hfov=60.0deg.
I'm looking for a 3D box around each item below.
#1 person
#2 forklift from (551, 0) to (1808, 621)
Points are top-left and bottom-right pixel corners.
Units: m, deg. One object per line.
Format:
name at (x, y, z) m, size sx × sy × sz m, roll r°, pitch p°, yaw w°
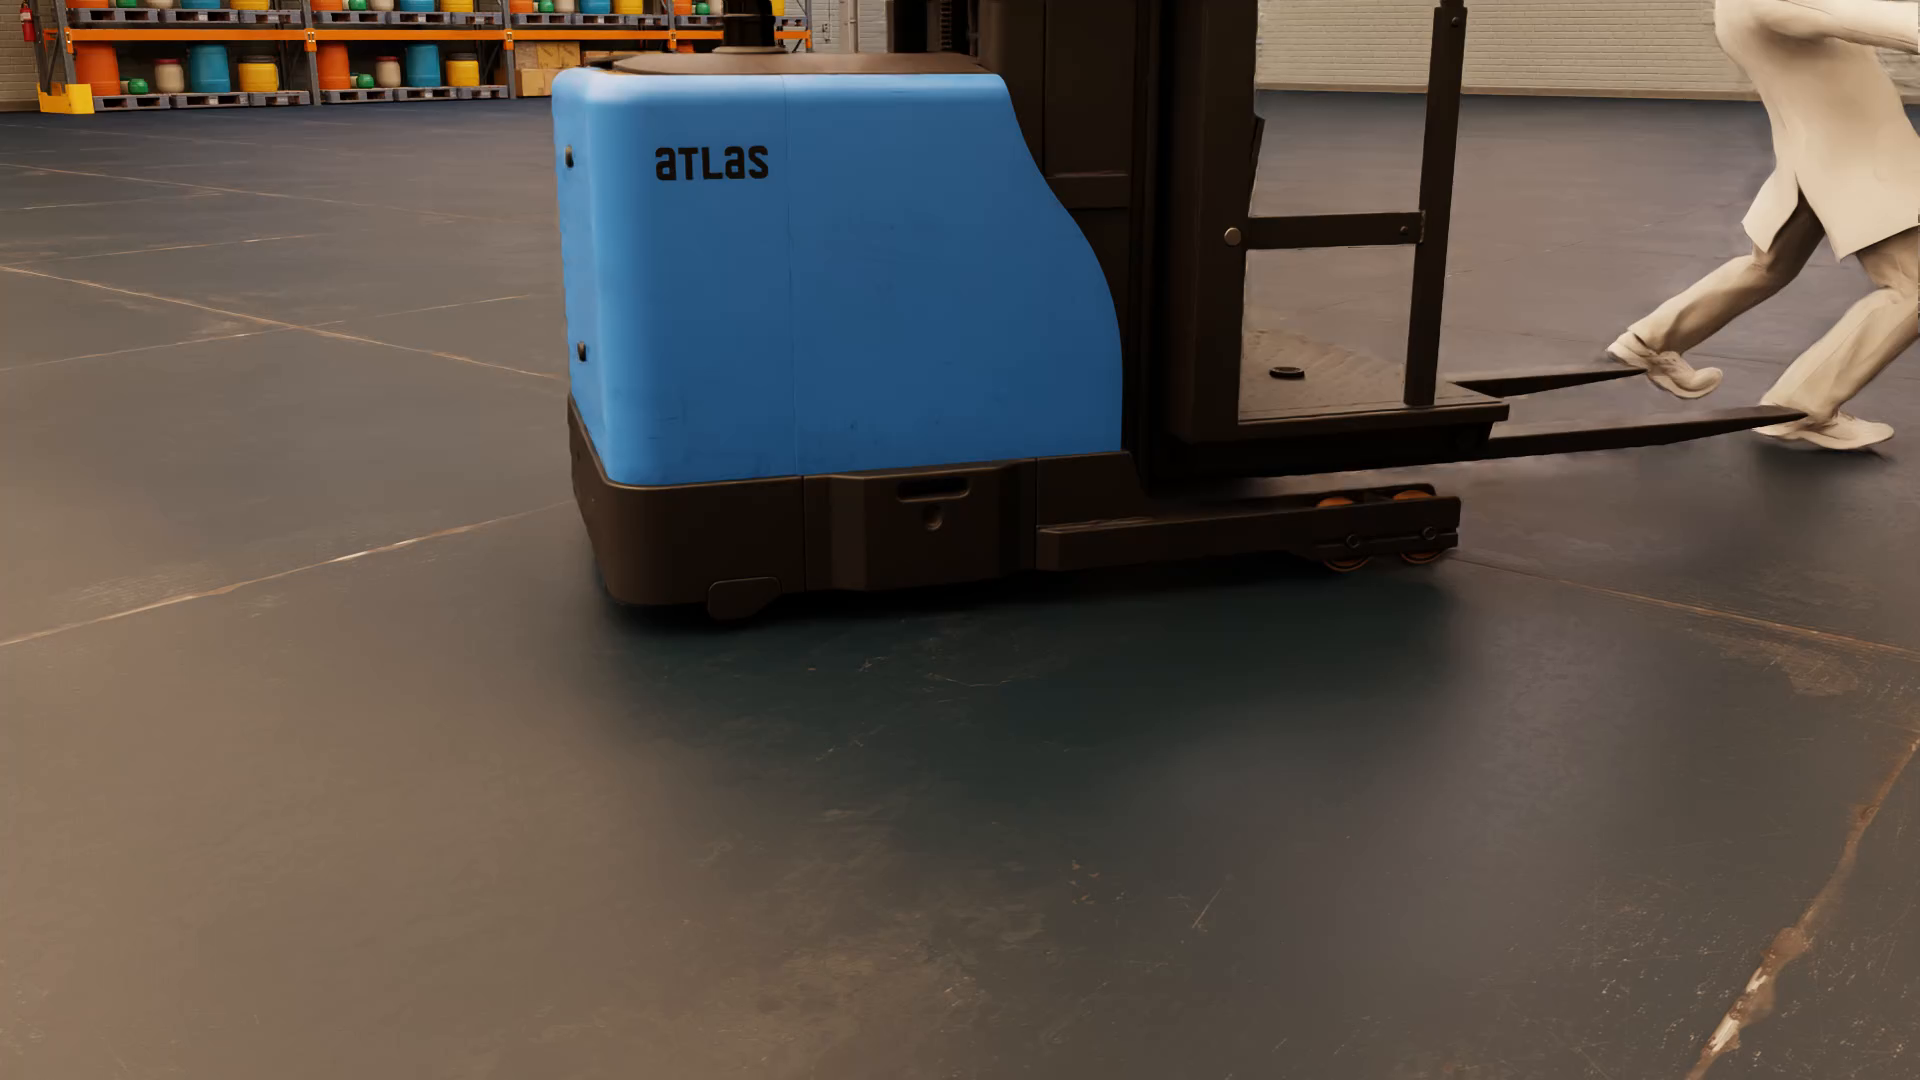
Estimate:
person at (2.484, -1.031, 4.655) m, size 0.805 × 1.547 × 1.099 m, roll -1°, pitch 17°, yaw -4°
forklift at (0.618, -1.472, 3.744) m, size 3.031 × 2.935 × 1.130 m, roll -5°, pitch 18°, yaw -17°
